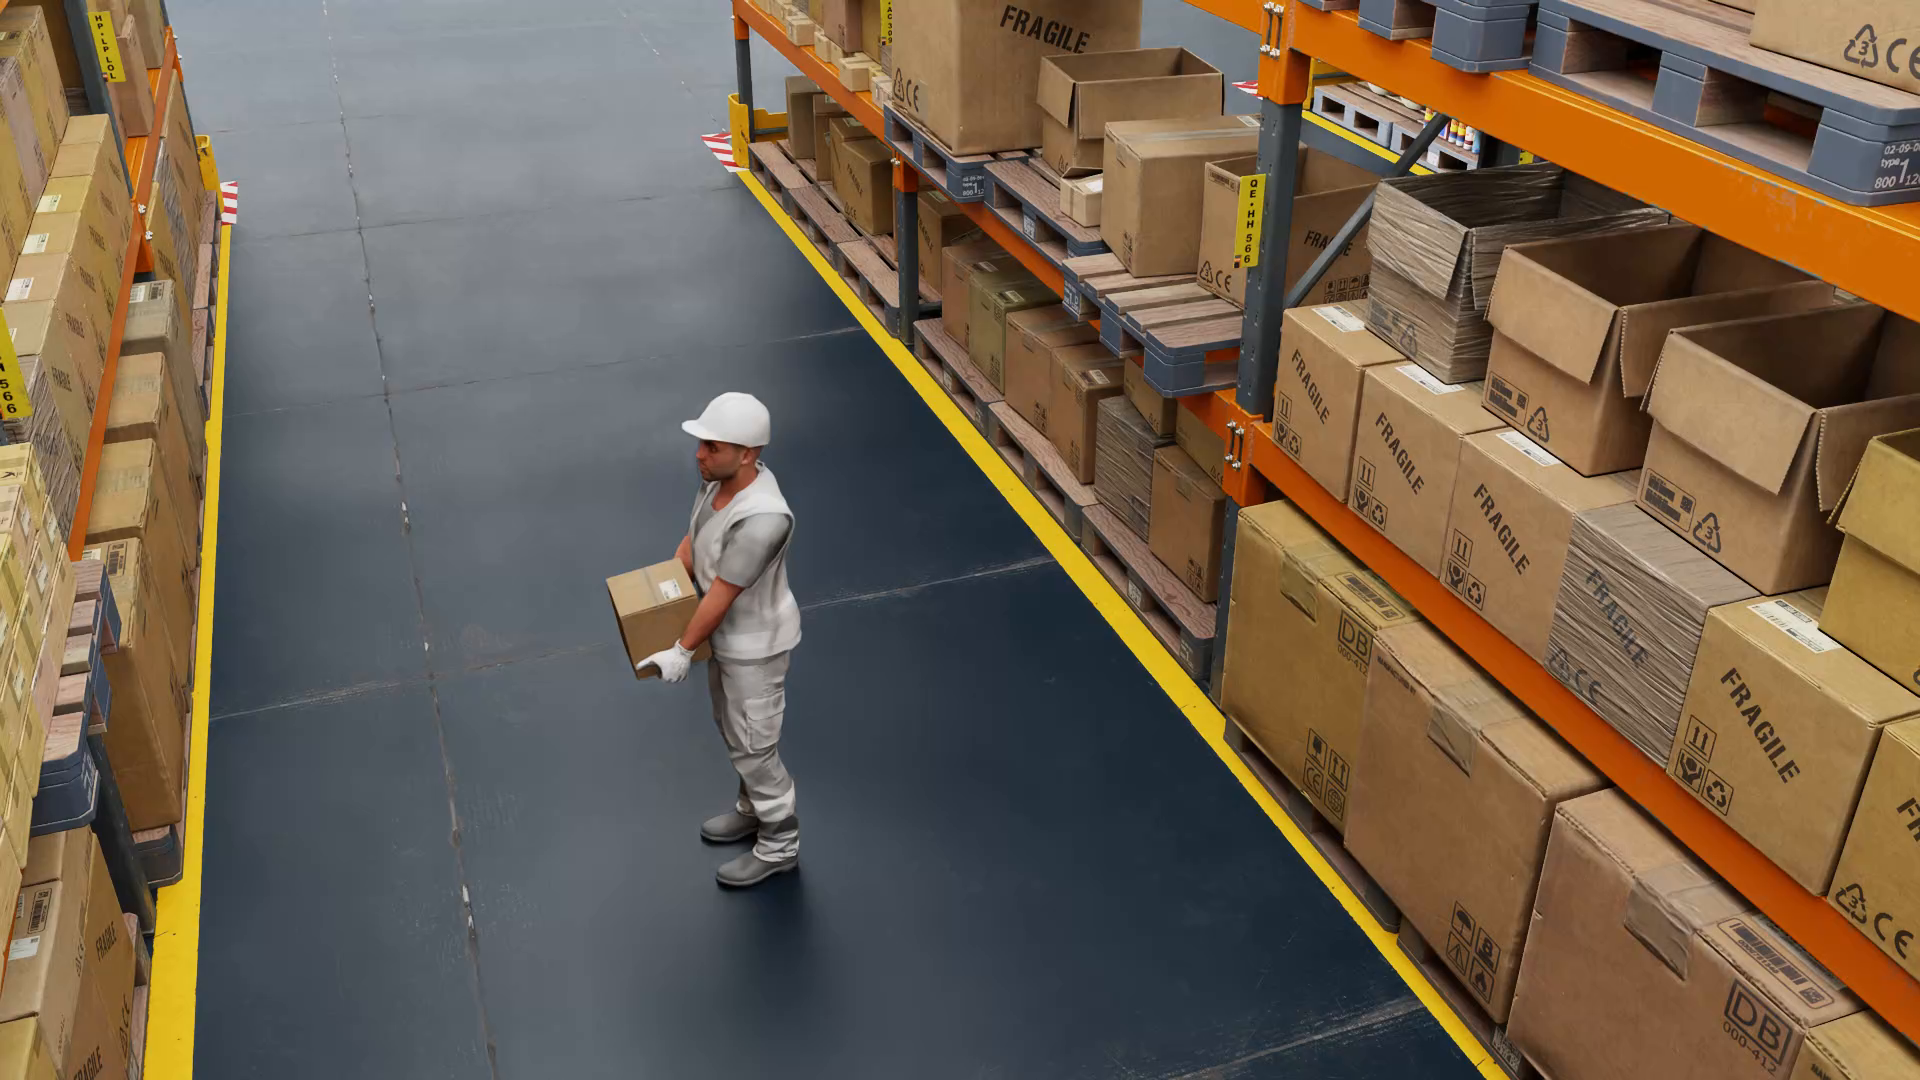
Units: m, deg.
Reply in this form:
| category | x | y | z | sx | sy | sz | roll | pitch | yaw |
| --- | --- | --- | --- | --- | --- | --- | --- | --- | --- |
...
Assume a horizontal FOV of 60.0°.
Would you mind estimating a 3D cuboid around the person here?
| category | x | y | z | sx | sy | sz | roll | pitch | yaw |
| --- | --- | --- | --- | --- | --- | --- | --- | --- | --- |
| person | -0.808 | 0.352 | 5.483 | 0.561 | 1.787 | 0.495 | -11 | 31 | -18 |
